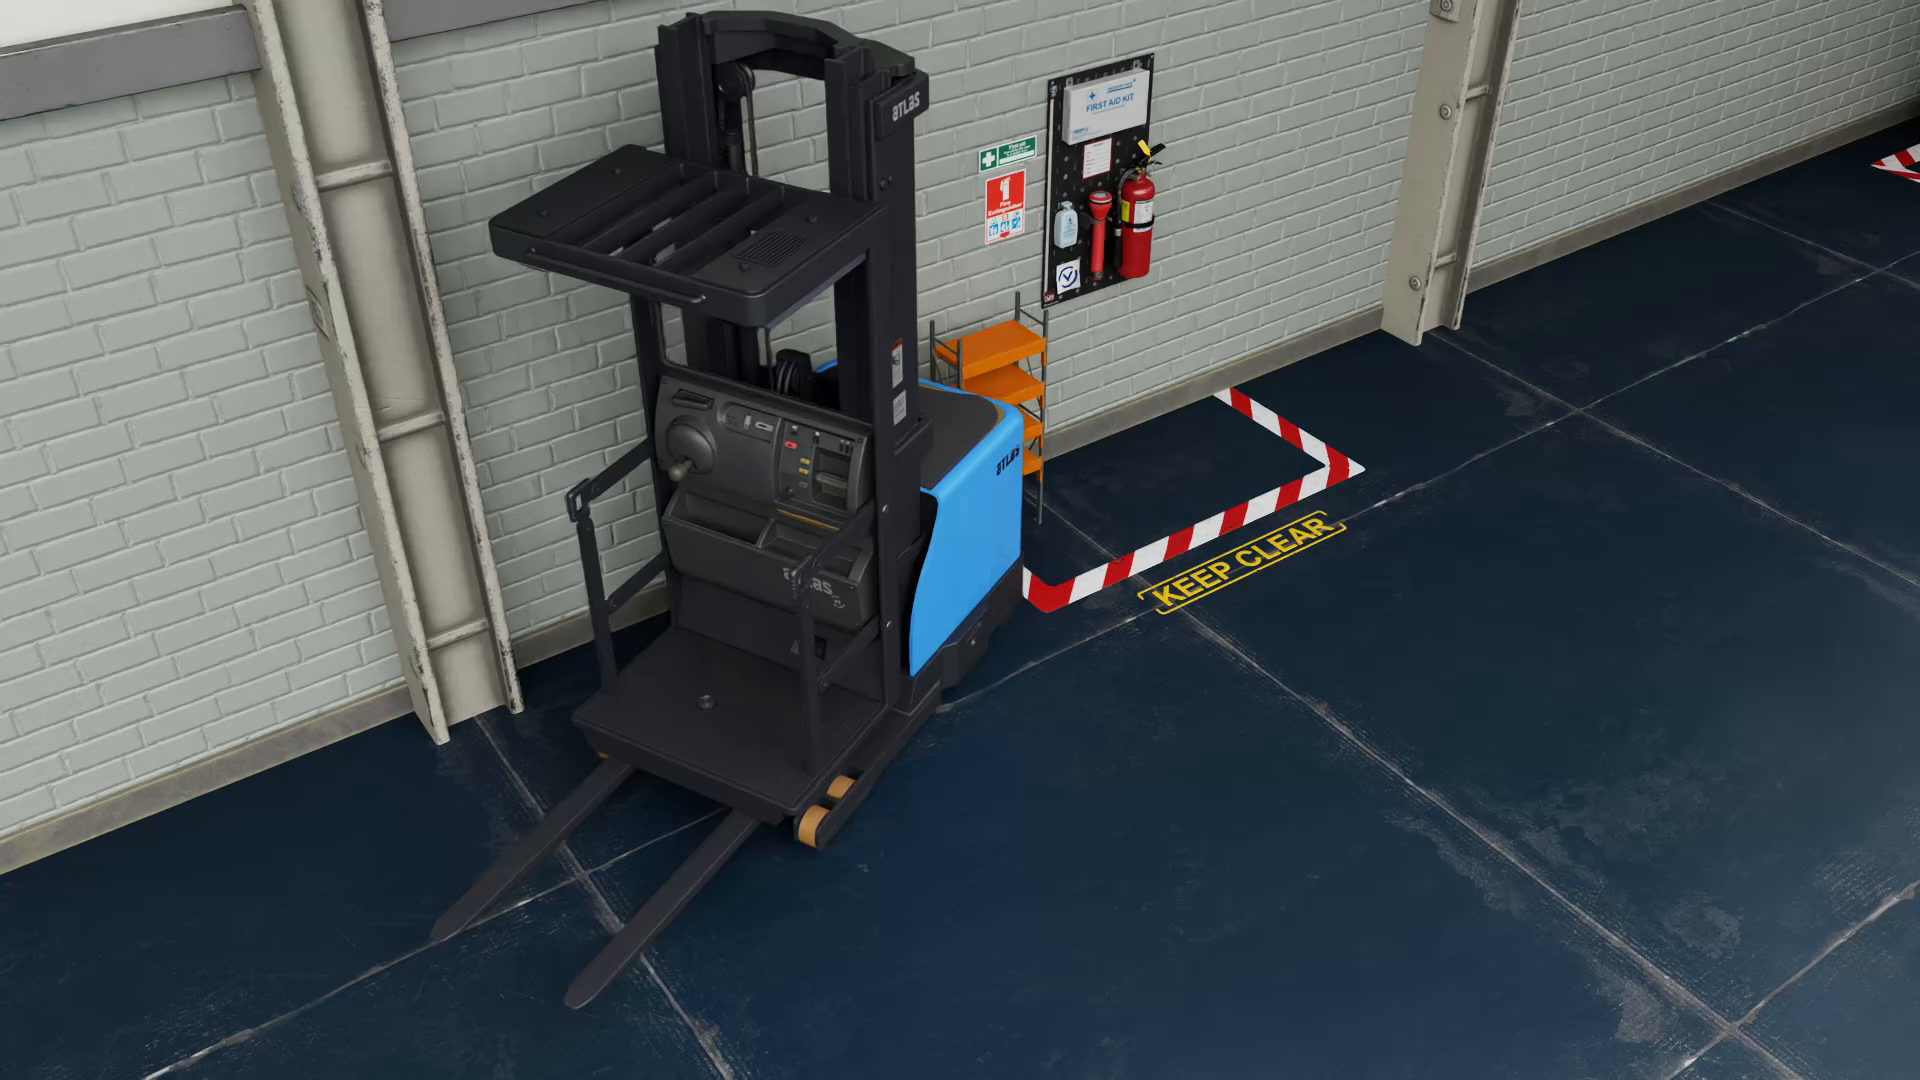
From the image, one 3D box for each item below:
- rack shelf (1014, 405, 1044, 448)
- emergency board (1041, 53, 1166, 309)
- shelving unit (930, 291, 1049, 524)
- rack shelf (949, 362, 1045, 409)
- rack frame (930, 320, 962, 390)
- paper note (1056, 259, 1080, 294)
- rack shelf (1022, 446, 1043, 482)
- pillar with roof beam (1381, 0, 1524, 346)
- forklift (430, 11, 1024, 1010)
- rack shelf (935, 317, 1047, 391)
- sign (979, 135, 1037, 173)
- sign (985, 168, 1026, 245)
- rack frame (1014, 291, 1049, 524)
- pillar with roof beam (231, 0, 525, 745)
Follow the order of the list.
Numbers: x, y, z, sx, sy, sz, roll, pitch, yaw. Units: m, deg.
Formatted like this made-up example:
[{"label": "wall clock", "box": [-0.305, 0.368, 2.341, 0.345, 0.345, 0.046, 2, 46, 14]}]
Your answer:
[{"label": "rack shelf", "box": [0.135, -0.488, 8.016, 0.480, 0.148, 0.258, -22, 41, -28]}, {"label": "emergency board", "box": [0.724, -1.693, 8.034, 0.643, 1.169, 0.194, -22, 41, -28]}, {"label": "shelving unit", "box": [0.135, -0.543, 7.977, 0.503, 1.200, 0.258, -22, 41, -28]}, {"label": "rack shelf", "box": [0.135, -0.670, 7.886, 0.480, 0.148, 0.258, -22, 41, -28]}, {"label": "rack frame", "box": [-0.064, -0.461, 7.863, 0.015, 1.200, 0.240, -22, 41, -28]}, {"label": "paper note", "box": [0.540, -1.308, 8.255, 0.142, 0.148, 0.016, -22, 41, -28]}, {"label": "rack shelf", "box": [0.135, -0.327, 8.132, 0.480, 0.148, 0.258, -22, 41, -28]}, {"label": "pillar with roof beam", "box": [5.246, -2.886, 4.556, 0.400, 9.000, 9.100, -22, 41, -28]}, {"label": "forklift", "box": [-0.862, -0.281, 6.130, 1.130, 2.935, 3.031, 18, 39, 23]}, {"label": "rack shelf", "box": [0.135, -0.862, 7.748, 0.480, 0.148, 0.258, -22, 41, -28]}, {"label": "sign", "box": [0.222, -1.783, 7.675, 0.331, 0.109, 0.001, -22, 41, -28]}, {"label": "sign", "box": [0.213, -1.570, 7.834, 0.234, 0.329, 0.001, -22, 41, -28]}, {"label": "rack frame", "box": [0.335, -0.625, 8.091, 0.015, 1.200, 0.240, -22, 41, -28]}, {"label": "pillar with roof beam", "box": [0.342, -0.868, 1.750, 0.400, 9.000, 9.100, -22, 41, -28]}]
